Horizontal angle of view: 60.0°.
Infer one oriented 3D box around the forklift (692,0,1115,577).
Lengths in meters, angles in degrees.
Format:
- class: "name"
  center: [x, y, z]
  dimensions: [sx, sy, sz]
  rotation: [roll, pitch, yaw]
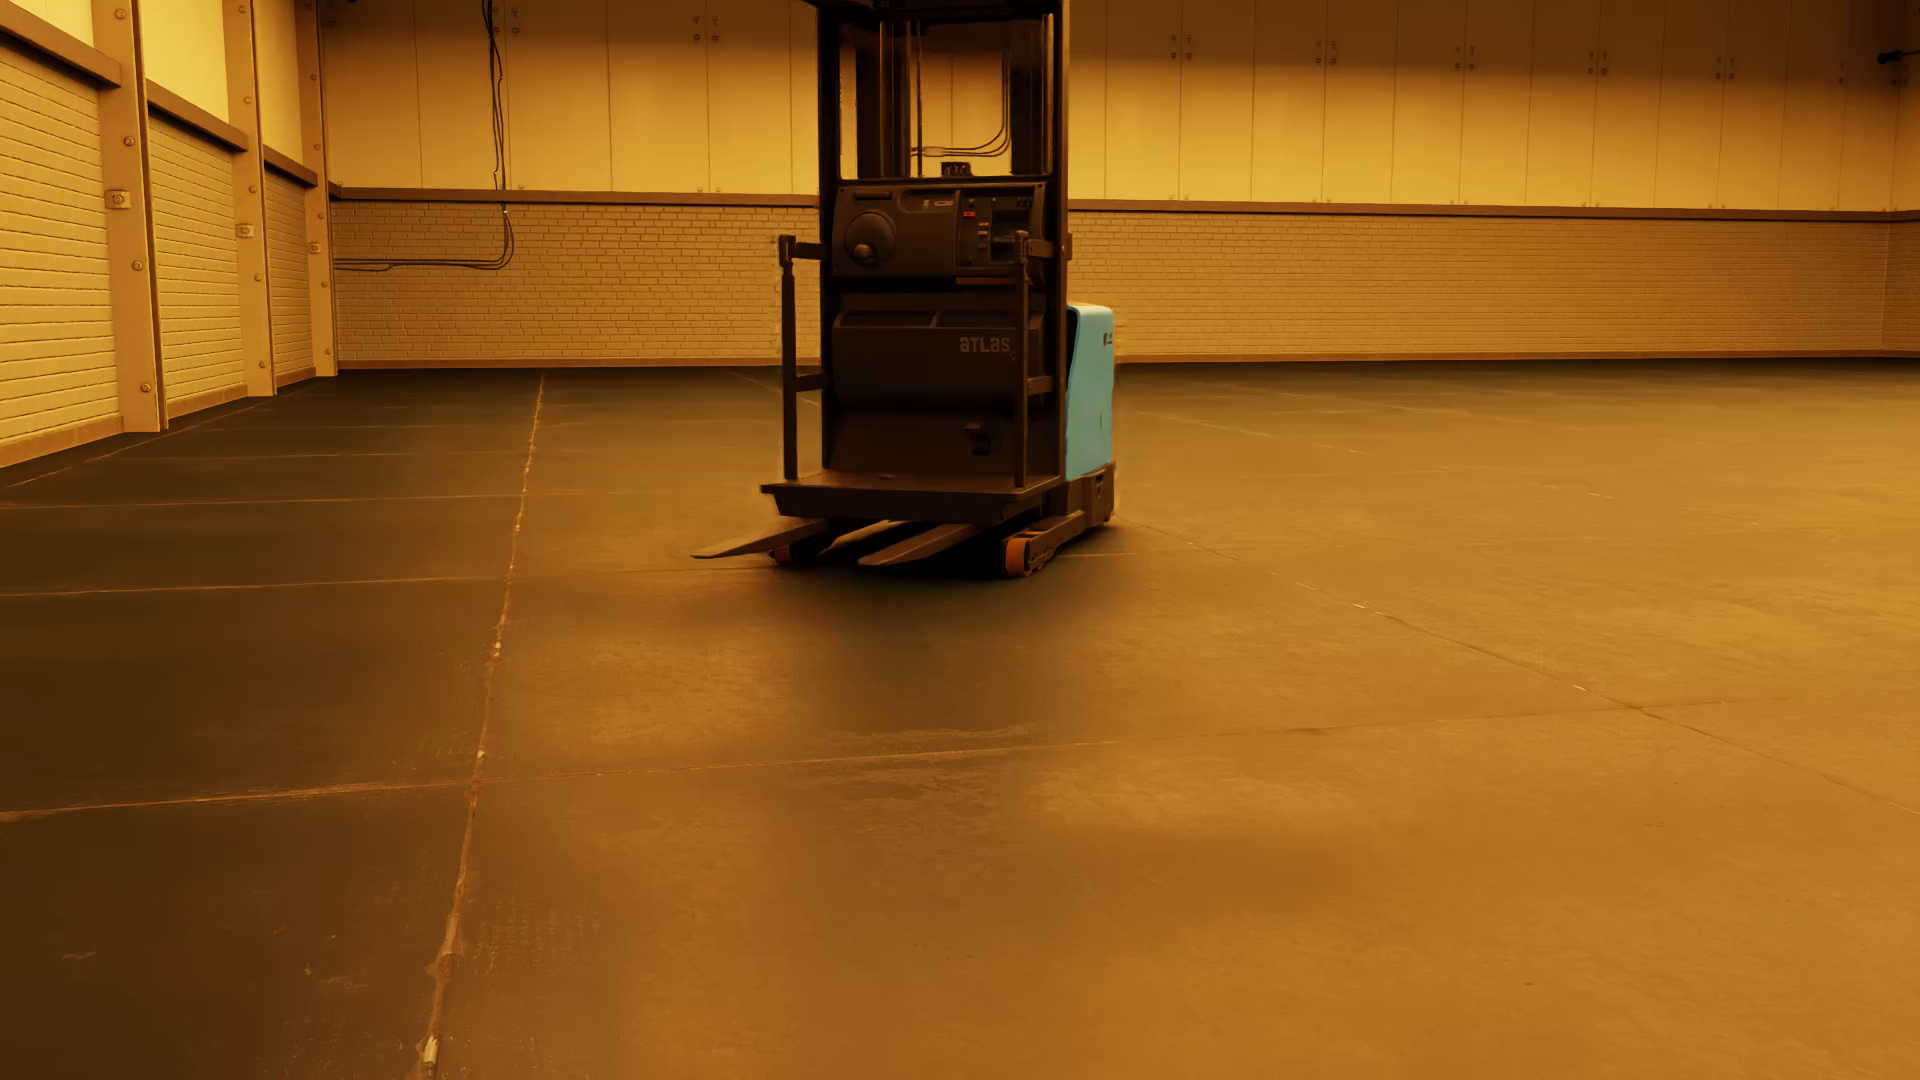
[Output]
- class: "forklift"
  center: [-0.155, -1.362, 6.864]
  dimensions: [1.130, 2.935, 3.031]
  rotation: [2, 8, 17]
